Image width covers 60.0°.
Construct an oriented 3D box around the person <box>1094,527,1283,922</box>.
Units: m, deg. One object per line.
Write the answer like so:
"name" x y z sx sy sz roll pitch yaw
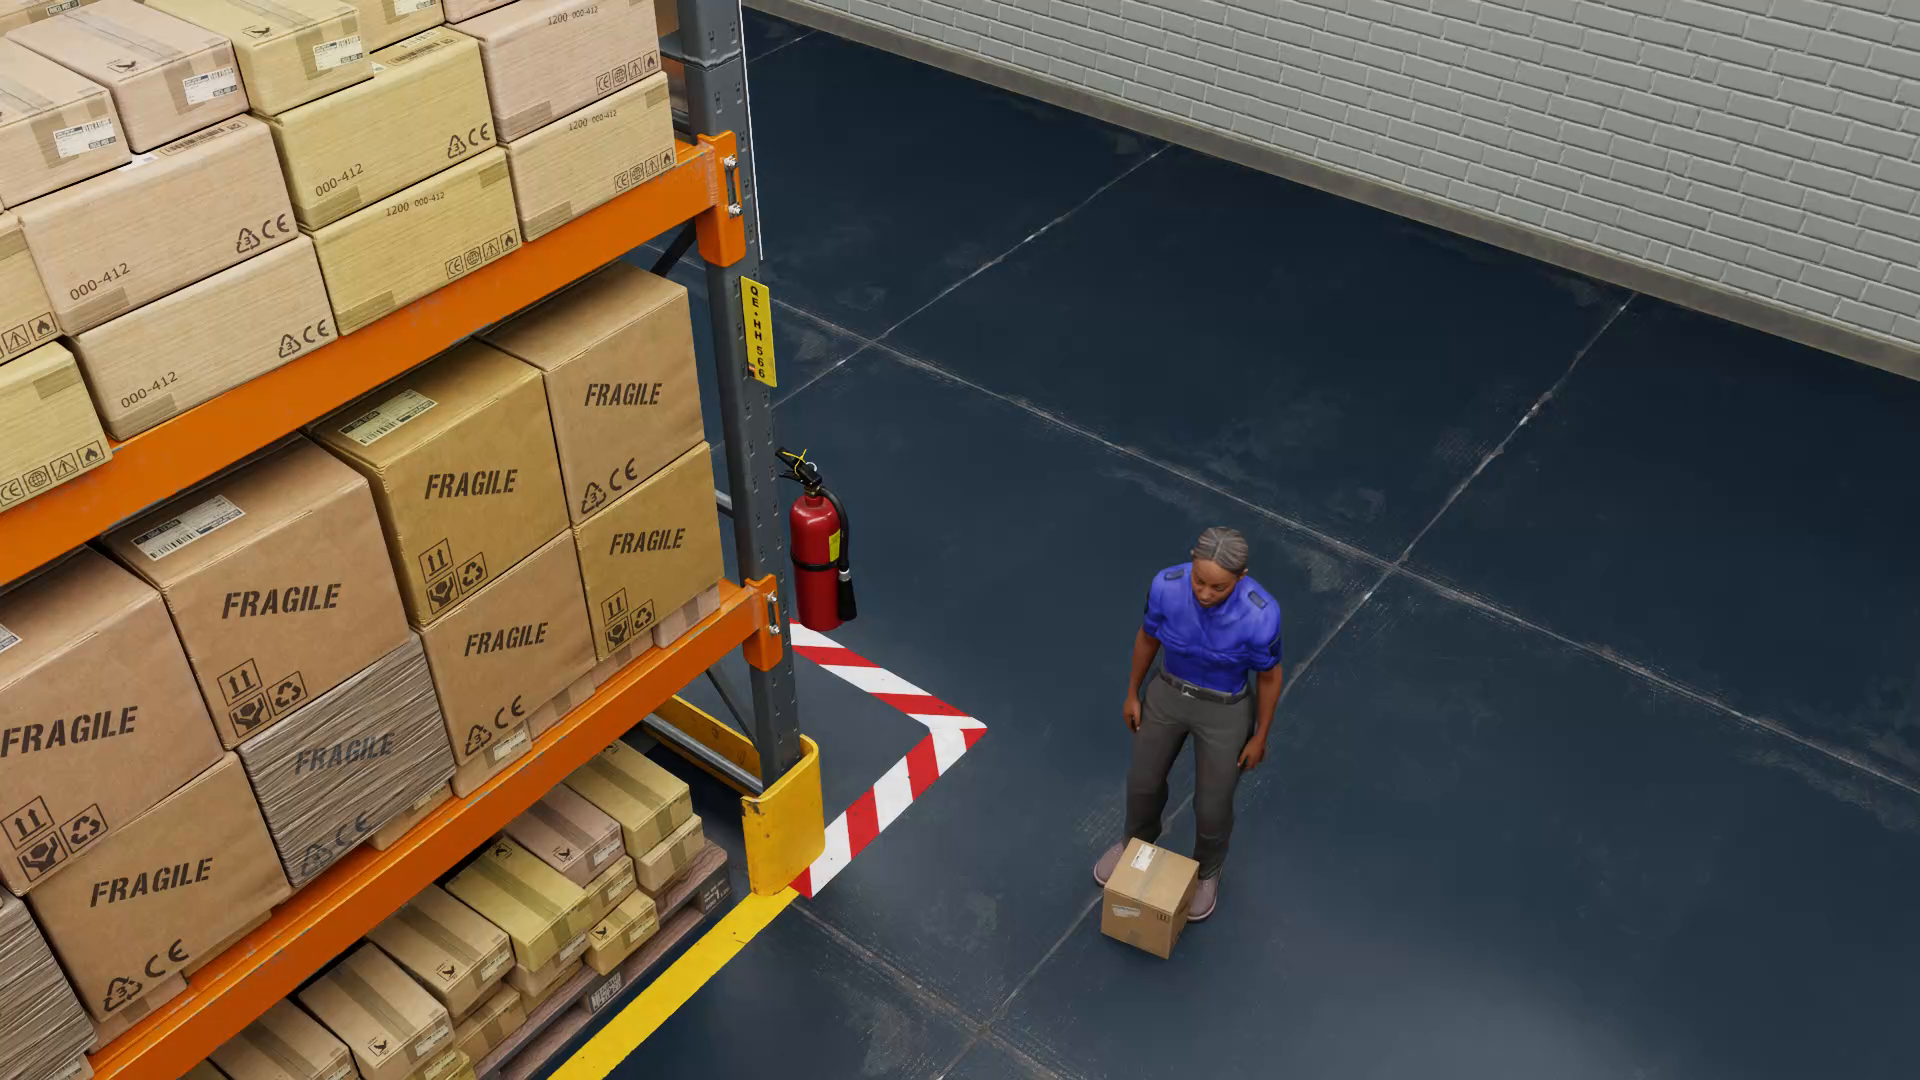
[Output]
"person" 0.766 0.575 5.463 0.526 1.639 0.349 18 42 21
